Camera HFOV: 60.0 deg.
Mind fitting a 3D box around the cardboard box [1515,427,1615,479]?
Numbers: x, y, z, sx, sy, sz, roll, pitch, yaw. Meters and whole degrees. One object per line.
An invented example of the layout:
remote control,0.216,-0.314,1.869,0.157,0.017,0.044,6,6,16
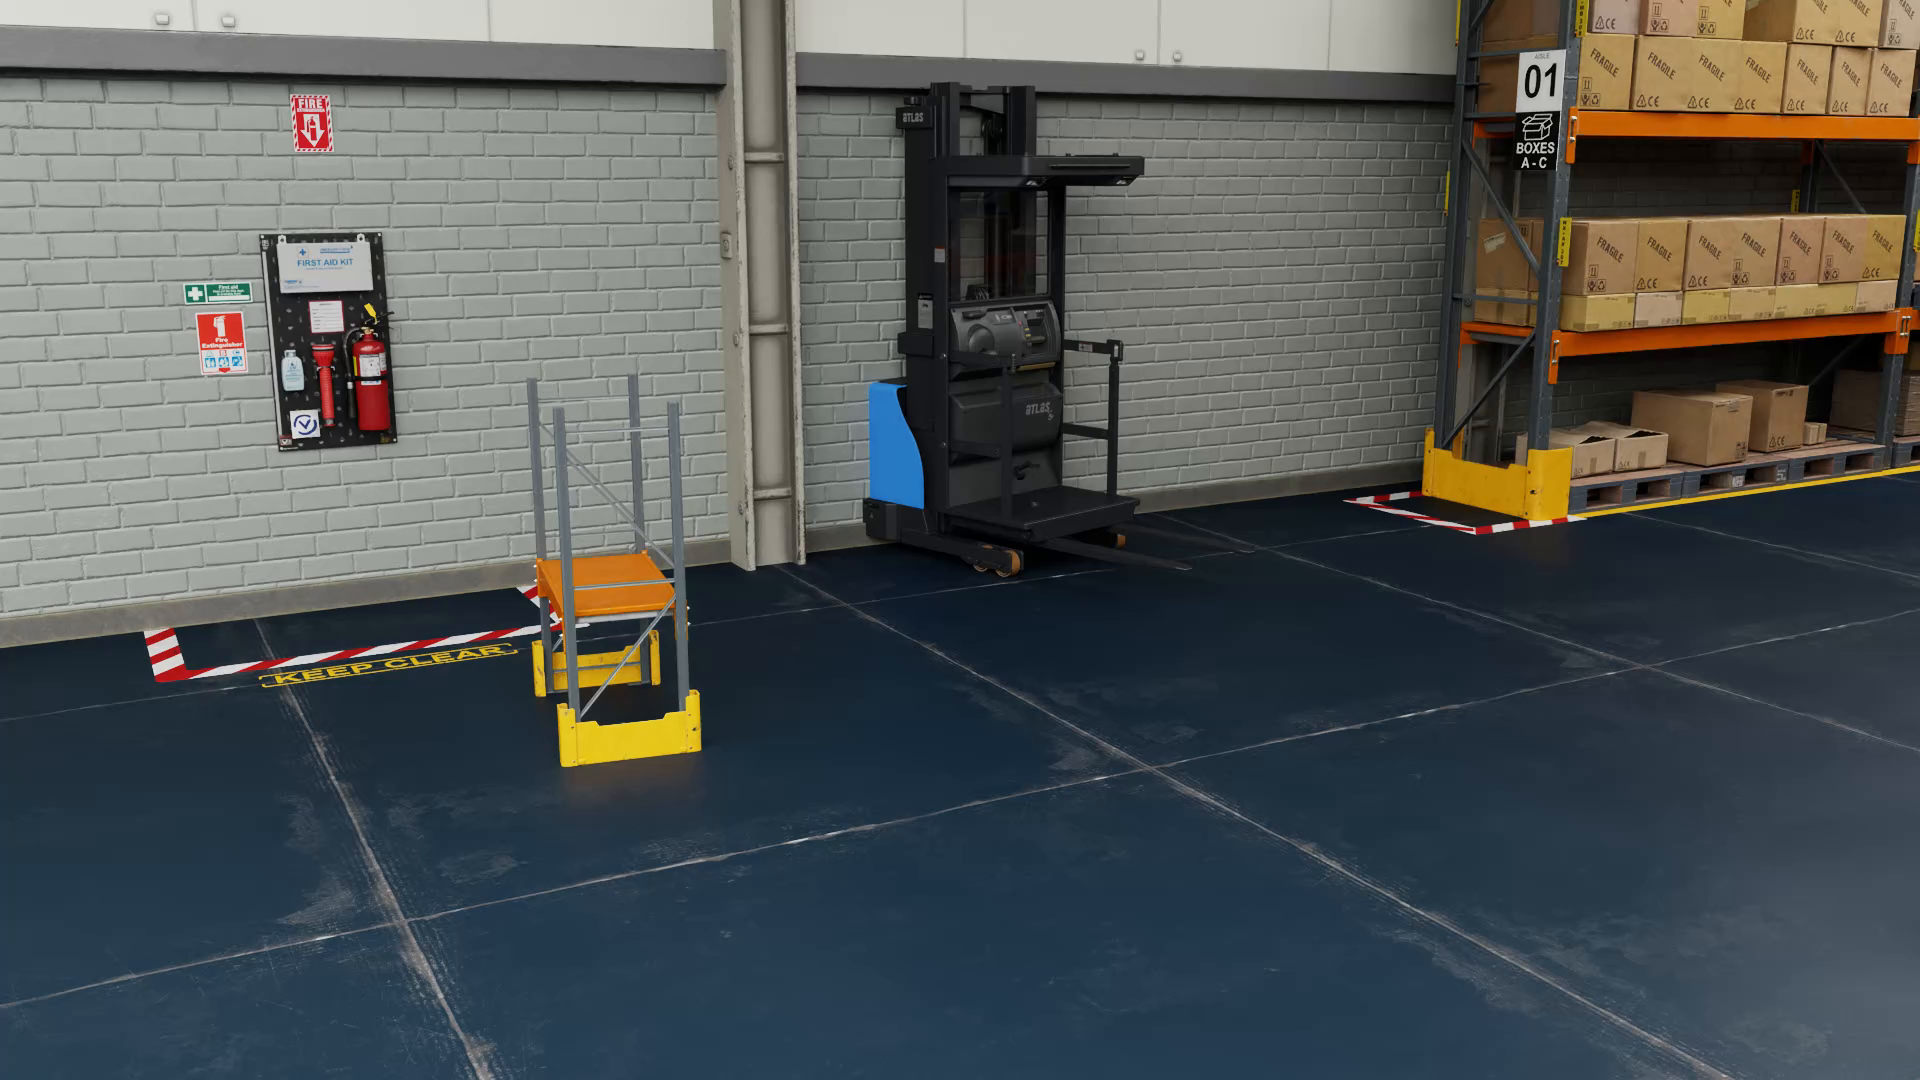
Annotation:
cardboard box,4.506,-0.673,12.388,0.500,0.311,0.500,-9,15,-34

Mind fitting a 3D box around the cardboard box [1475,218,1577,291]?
cardboard box,4.167,-2.107,12.229,0.500,0.500,0.500,-7,14,-28

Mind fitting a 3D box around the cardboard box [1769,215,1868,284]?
cardboard box,6.664,-2.275,12.973,0.500,0.500,0.500,-7,14,-28

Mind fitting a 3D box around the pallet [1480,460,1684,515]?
pallet,4.652,-0.441,12.586,1.213,0.211,1.003,-7,14,-28

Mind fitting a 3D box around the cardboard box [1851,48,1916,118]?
cardboard box,7.039,-3.556,12.973,0.500,0.500,0.500,-6,14,-26

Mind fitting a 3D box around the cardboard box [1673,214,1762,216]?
cardboard box,5.958,-2.323,13.189,0.500,0.500,0.500,-6,14,-26

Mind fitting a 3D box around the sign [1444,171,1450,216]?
sign,3.607,-2.542,12.218,0.005,0.325,0.100,-7,14,-28

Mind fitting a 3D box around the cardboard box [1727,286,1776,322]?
cardboard box,5.779,-1.804,12.588,0.500,0.250,0.500,-7,14,-27

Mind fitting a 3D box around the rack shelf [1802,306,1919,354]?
rack shelf,9.122,-1.995,14.779,4.000,0.370,1.077,-7,14,-28

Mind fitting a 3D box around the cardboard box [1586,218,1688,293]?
cardboard box,4.857,-2.059,12.015,0.500,0.500,0.500,-7,14,-28

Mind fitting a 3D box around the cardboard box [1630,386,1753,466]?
cardboard box,5.674,-0.892,12.934,0.500,0.500,0.700,-8,15,-31

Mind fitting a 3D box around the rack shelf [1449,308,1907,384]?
rack shelf,5.611,-1.574,12.909,4.000,0.370,1.077,-7,14,-28

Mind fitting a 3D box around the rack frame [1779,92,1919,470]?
rack frame,7.366,-2.135,13.765,0.127,3.000,1.000,-7,14,-28

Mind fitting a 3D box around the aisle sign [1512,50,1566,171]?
aisle sign,3.936,-2.917,11.319,0.004,0.787,0.394,-7,14,-28

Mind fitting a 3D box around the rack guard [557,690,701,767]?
rack guard,-1.392,0.792,7.019,0.587,0.250,0.087,-5,13,-19

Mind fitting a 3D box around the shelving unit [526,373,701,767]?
shelving unit,-1.561,0.080,7.338,0.587,1.500,1.083,-5,13,-19

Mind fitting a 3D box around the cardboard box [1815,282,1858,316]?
cardboard box,6.654,-1.913,13.072,0.500,0.250,0.500,-7,14,-28

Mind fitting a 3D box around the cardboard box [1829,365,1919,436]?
cardboard box,8.004,-1.211,14.349,0.500,0.500,0.700,-6,14,-26

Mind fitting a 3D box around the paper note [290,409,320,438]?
paper note,-3.587,-0.636,9.109,0.142,0.148,0.016,-7,14,-28

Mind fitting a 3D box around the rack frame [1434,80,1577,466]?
rack frame,3.855,-1.714,11.895,0.127,3.000,1.000,-7,14,-28

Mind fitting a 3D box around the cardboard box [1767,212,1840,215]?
cardboard box,6.854,-2.428,13.656,0.500,0.500,0.500,-7,15,-29

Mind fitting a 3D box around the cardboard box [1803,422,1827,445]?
cardboard box,6.911,-0.905,13.752,0.250,0.166,0.380,-9,16,-35

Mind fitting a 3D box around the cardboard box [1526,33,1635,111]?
cardboard box,4.269,-3.223,11.495,0.500,0.500,0.500,-6,14,-26

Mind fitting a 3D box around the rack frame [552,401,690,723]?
rack frame,-1.385,0.187,6.864,0.500,1.500,0.032,-5,13,-19

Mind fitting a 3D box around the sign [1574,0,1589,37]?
sign,4.115,-3.500,11.005,0.005,0.325,0.100,-7,14,-28

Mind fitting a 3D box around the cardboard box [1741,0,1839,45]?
cardboard box,6.127,-3.923,12.328,0.500,0.500,0.500,-7,15,-30

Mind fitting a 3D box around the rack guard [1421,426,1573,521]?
rack guard,3.922,-0.503,12.205,0.348,0.500,1.175,-7,14,-28

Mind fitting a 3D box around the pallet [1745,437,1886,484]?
pallet,6.794,-0.697,13.727,1.213,0.211,1.003,-7,14,-28

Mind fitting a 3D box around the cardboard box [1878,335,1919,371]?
cardboard box,8.389,-1.624,14.476,0.500,0.250,0.500,-7,15,-29

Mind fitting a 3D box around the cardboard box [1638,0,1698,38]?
cardboard box,4.774,-3.761,11.606,0.500,0.500,0.500,-7,14,-29

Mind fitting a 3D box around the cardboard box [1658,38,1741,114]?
cardboard box,5.211,-3.328,11.961,0.500,0.500,0.500,-6,14,-25

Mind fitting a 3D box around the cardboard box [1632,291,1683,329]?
cardboard box,4.885,-1.698,12.120,0.500,0.250,0.500,-7,15,-30

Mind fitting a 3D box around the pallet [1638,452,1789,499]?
pallet,5.722,-0.568,13.153,1.213,0.211,1.003,-7,14,-28

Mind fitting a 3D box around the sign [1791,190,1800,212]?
sign,7.097,-2.807,14.111,0.005,0.325,0.100,-7,14,-28

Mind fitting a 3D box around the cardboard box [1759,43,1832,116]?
cardboard box,6.123,-3.440,12.458,0.500,0.500,0.500,-7,15,-30

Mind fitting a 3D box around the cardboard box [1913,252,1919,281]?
cardboard box,7.829,-2.446,13.914,0.500,0.500,0.700,-7,14,-28

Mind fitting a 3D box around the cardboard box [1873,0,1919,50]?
cardboard box,7.056,-4.040,12.846,0.500,0.500,0.500,-8,15,-33

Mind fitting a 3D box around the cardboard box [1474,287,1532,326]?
cardboard box,4.173,-1.737,12.294,0.500,0.250,0.500,-7,14,-27

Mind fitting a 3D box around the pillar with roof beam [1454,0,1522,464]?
pillar with roof beam,6.118,-4.052,8.618,0.400,9.000,9.100,-7,14,-28

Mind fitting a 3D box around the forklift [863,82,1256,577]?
forklift,0.443,-1.332,10.353,1.130,2.935,3.031,-12,18,-43

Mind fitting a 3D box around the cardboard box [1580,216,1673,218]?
cardboard box,5.065,-2.214,12.701,0.500,0.500,0.500,-7,15,-29

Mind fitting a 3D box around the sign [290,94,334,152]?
sign,-3.453,-2.220,8.863,0.199,0.298,0.001,-7,14,-28

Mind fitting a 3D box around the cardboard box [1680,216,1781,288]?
cardboard box,5.761,-2.169,12.503,0.500,0.500,0.500,-6,14,-26
